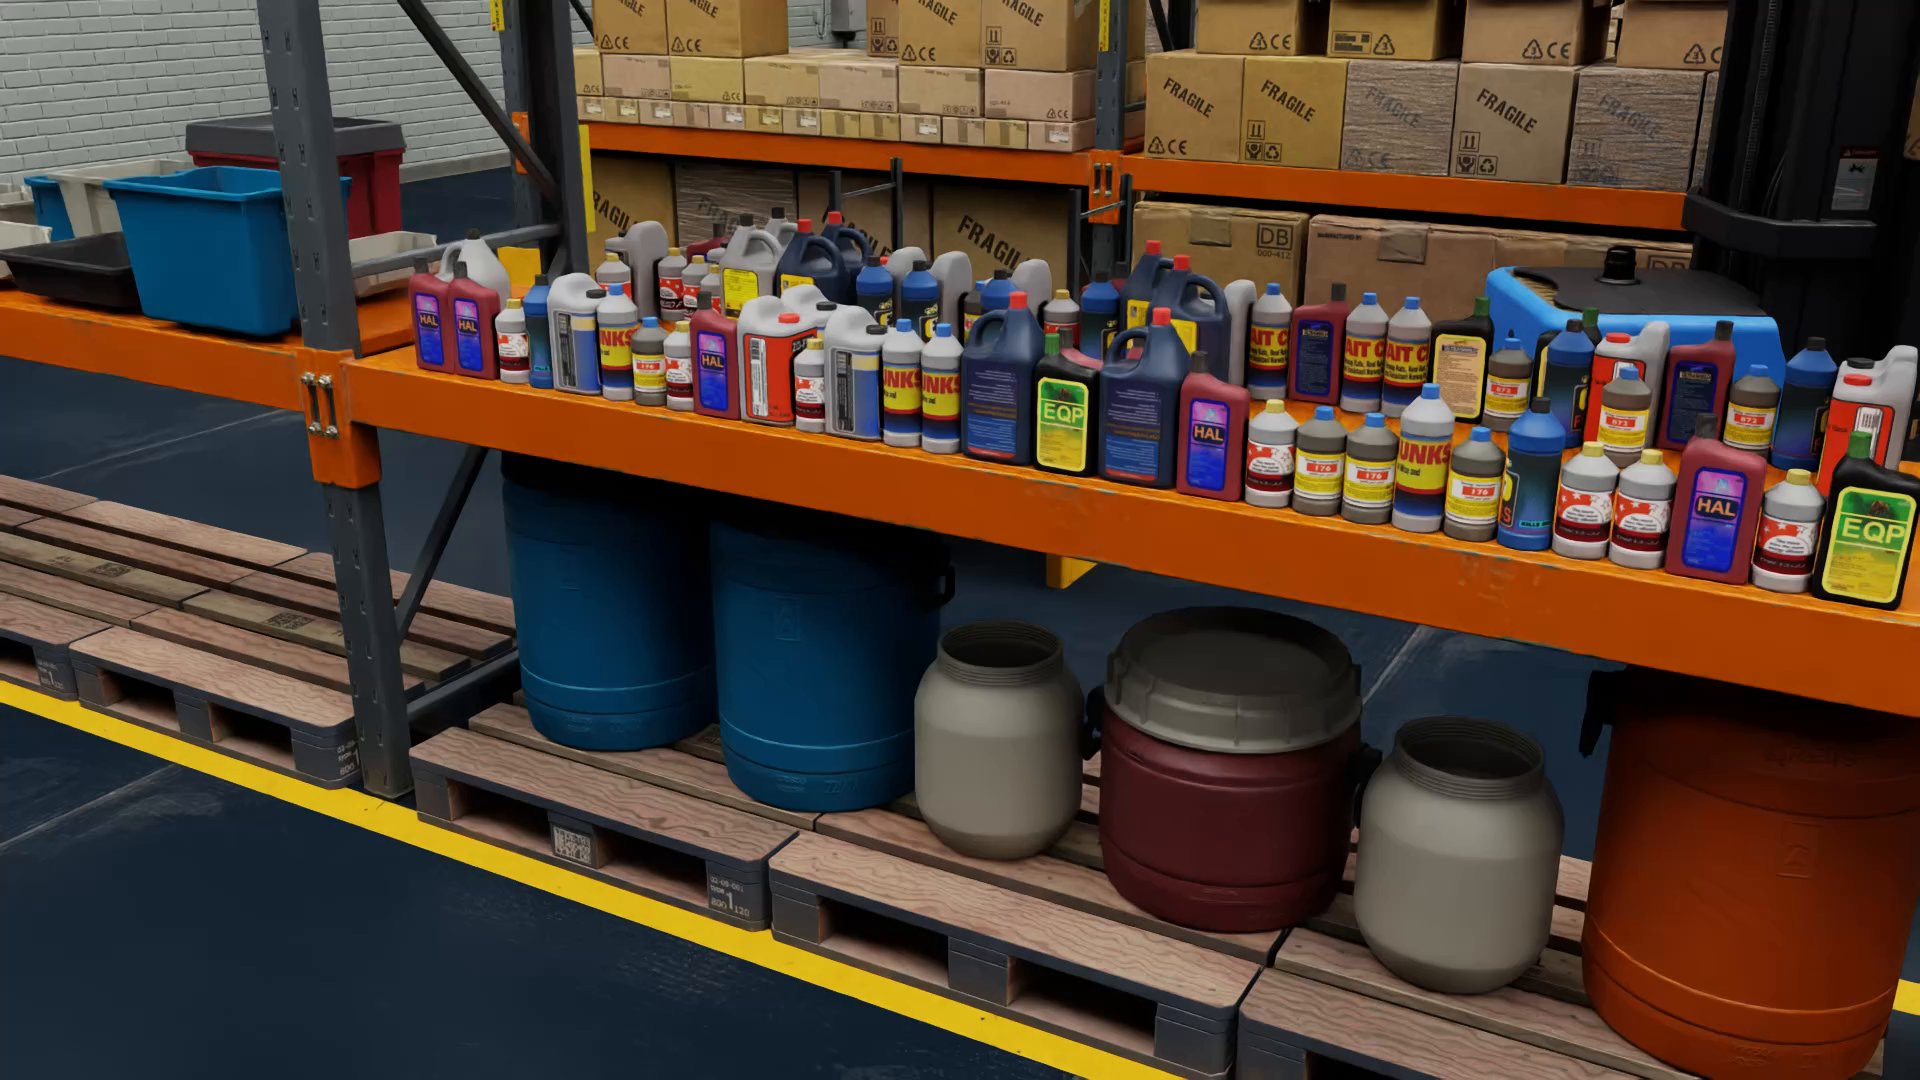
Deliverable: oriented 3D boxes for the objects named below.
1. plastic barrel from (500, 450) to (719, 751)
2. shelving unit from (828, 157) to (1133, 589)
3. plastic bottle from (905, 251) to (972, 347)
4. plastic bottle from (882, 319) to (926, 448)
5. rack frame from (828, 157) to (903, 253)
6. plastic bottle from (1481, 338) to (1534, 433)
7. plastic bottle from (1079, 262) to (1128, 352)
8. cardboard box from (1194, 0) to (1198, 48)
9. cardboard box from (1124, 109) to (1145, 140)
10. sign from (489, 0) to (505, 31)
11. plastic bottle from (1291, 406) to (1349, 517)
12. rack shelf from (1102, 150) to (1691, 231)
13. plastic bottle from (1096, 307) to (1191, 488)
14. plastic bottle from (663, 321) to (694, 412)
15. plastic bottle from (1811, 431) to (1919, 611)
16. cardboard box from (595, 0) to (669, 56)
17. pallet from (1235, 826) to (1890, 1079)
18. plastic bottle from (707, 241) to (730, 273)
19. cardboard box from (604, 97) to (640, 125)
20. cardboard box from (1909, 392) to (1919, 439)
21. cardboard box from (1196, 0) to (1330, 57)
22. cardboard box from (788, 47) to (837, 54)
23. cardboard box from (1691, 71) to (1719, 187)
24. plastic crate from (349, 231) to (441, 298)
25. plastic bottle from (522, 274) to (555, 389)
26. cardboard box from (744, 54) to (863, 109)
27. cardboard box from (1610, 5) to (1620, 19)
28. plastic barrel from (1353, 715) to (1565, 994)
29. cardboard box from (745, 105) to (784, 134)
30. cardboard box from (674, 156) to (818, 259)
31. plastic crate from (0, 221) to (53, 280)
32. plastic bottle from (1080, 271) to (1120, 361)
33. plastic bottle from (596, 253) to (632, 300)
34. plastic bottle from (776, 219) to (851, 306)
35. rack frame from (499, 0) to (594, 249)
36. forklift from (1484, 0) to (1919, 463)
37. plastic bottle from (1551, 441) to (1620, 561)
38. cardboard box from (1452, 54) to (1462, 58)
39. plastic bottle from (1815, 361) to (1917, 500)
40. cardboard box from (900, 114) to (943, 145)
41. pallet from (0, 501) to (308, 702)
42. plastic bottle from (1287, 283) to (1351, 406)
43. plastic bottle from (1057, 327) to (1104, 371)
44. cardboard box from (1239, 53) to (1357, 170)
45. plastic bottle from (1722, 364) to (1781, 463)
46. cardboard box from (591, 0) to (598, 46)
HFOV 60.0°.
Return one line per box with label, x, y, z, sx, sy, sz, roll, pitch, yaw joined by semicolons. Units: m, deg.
plastic barrel;-0.970;0.071;4.731;0.708;0.901;0.600;11;23;27
shelving unit;0.067;-0.692;6.574;1.083;1.500;0.587;11;23;27
plastic bottle;-0.058;-0.619;4.354;0.135;0.276;0.152;11;23;27
plastic bottle;-0.120;-0.342;3.599;0.097;0.271;0.097;0;20;0
rack frame;-0.369;-0.775;6.803;0.032;1.500;0.500;11;23;27
plastic bottle;1.227;-0.349;3.721;0.097;0.201;0.097;0;20;0
plastic bottle;0.369;-0.559;4.177;0.133;0.283;0.061;11;23;27
cardboard box;2.040;-4.100;13.188;0.500;0.500;0.500;11;23;27
cardboard box;0.883;-2.318;9.225;0.250;0.149;0.380;11;23;27
sign;-2.789;-3.233;9.993;0.005;0.325;0.100;11;23;27
plastic bottle;0.691;-0.155;3.185;0.097;0.201;0.097;0;20;0
rack shelf;2.725;-1.617;7.979;4.000;0.370;1.077;11;23;27
plastic bottle;0.378;-0.294;3.349;0.185;0.351;0.144;11;23;27
plastic bottle;-0.641;-0.409;3.885;0.097;0.201;0.097;0;20;0
plastic bottle;1.494;-0.033;2.730;0.133;0.283;0.061;11;23;27
cardboard box;-1.789;-3.131;9.783;0.500;0.500;0.500;10;22;26
pallet;1.347;1.044;3.677;1.213;0.211;1.003;11;23;27
plastic bottle;-0.616;-0.725;4.646;0.135;0.276;0.152;11;23;27
cardboard box;-1.916;-2.593;9.983;0.250;0.149;0.380;10;22;26
cardboard box;3.879;-0.942;7.563;0.875;0.875;1.225;10;22;25
cardboard box;1.541;-2.703;8.299;0.637;0.503;0.797;10;22;26
cardboard box;-1.074;-2.852;10.111;0.500;0.250;0.500;10;22;25
cardboard box;3.487;-1.762;7.178;0.500;0.500;0.500;11;22;27
plastic crate;-1.773;-0.837;5.074;0.243;0.136;0.396;11;23;27
plastic bottle;-1.013;-0.513;4.068;0.097;0.271;0.097;0;20;0
cardboard box;-0.874;-2.608;9.439;0.500;0.250;0.500;10;22;26
cardboard box;4.515;-3.731;11.633;0.250;0.149;0.380;11;22;27
plastic barrel;1.084;0.680;3.623;0.421;0.512;0.421;0;20;0
cardboard box;-1.021;-2.422;9.512;0.250;0.149;0.380;10;22;26
cardboard box;-1.121;-1.918;10.253;0.875;0.875;0.875;11;23;27
plastic crate;-3.103;-0.918;5.295;0.466;0.136;0.293;11;23;27
plastic bottle;0.346;-0.526;4.106;0.097;0.271;0.097;0;20;0
plastic bottle;-0.979;-0.710;4.716;0.097;0.201;0.097;0;20;0
plastic bottle;-0.383;-0.661;4.361;0.185;0.351;0.144;11;23;27
rack frame;-2.513;-2.953;10.607;0.127;3.000;1.000;11;23;27
forklift;3.624;-1.302;6.158;3.031;2.935;1.130;1;20;3
plastic bottle;1.116;-0.074;2.962;0.097;0.201;0.097;0;20;0
cardboard box;2.409;-2.169;8.299;0.500;0.500;0.500;10;22;27
plastic bottle;1.761;-0.213;3.234;0.135;0.276;0.152;11;23;27
cardboard box;-0.120;-2.251;9.040;0.250;0.149;0.380;11;23;28
pallet;-3.167;0.184;6.047;1.213;0.211;1.003;11;23;27
plastic bottle;0.849;-0.467;3.925;0.133;0.283;0.061;11;23;27
plastic bottle;0.248;-0.295;3.449;0.133;0.283;0.061;11;23;27
cardboard box;1.698;-2.100;8.110;0.500;0.500;0.500;11;23;27
plastic bottle;1.662;-0.266;3.492;0.097;0.201;0.097;0;20;0
cardboard box;-1.960;-3.372;10.446;0.500;0.500;0.500;11;23;28
